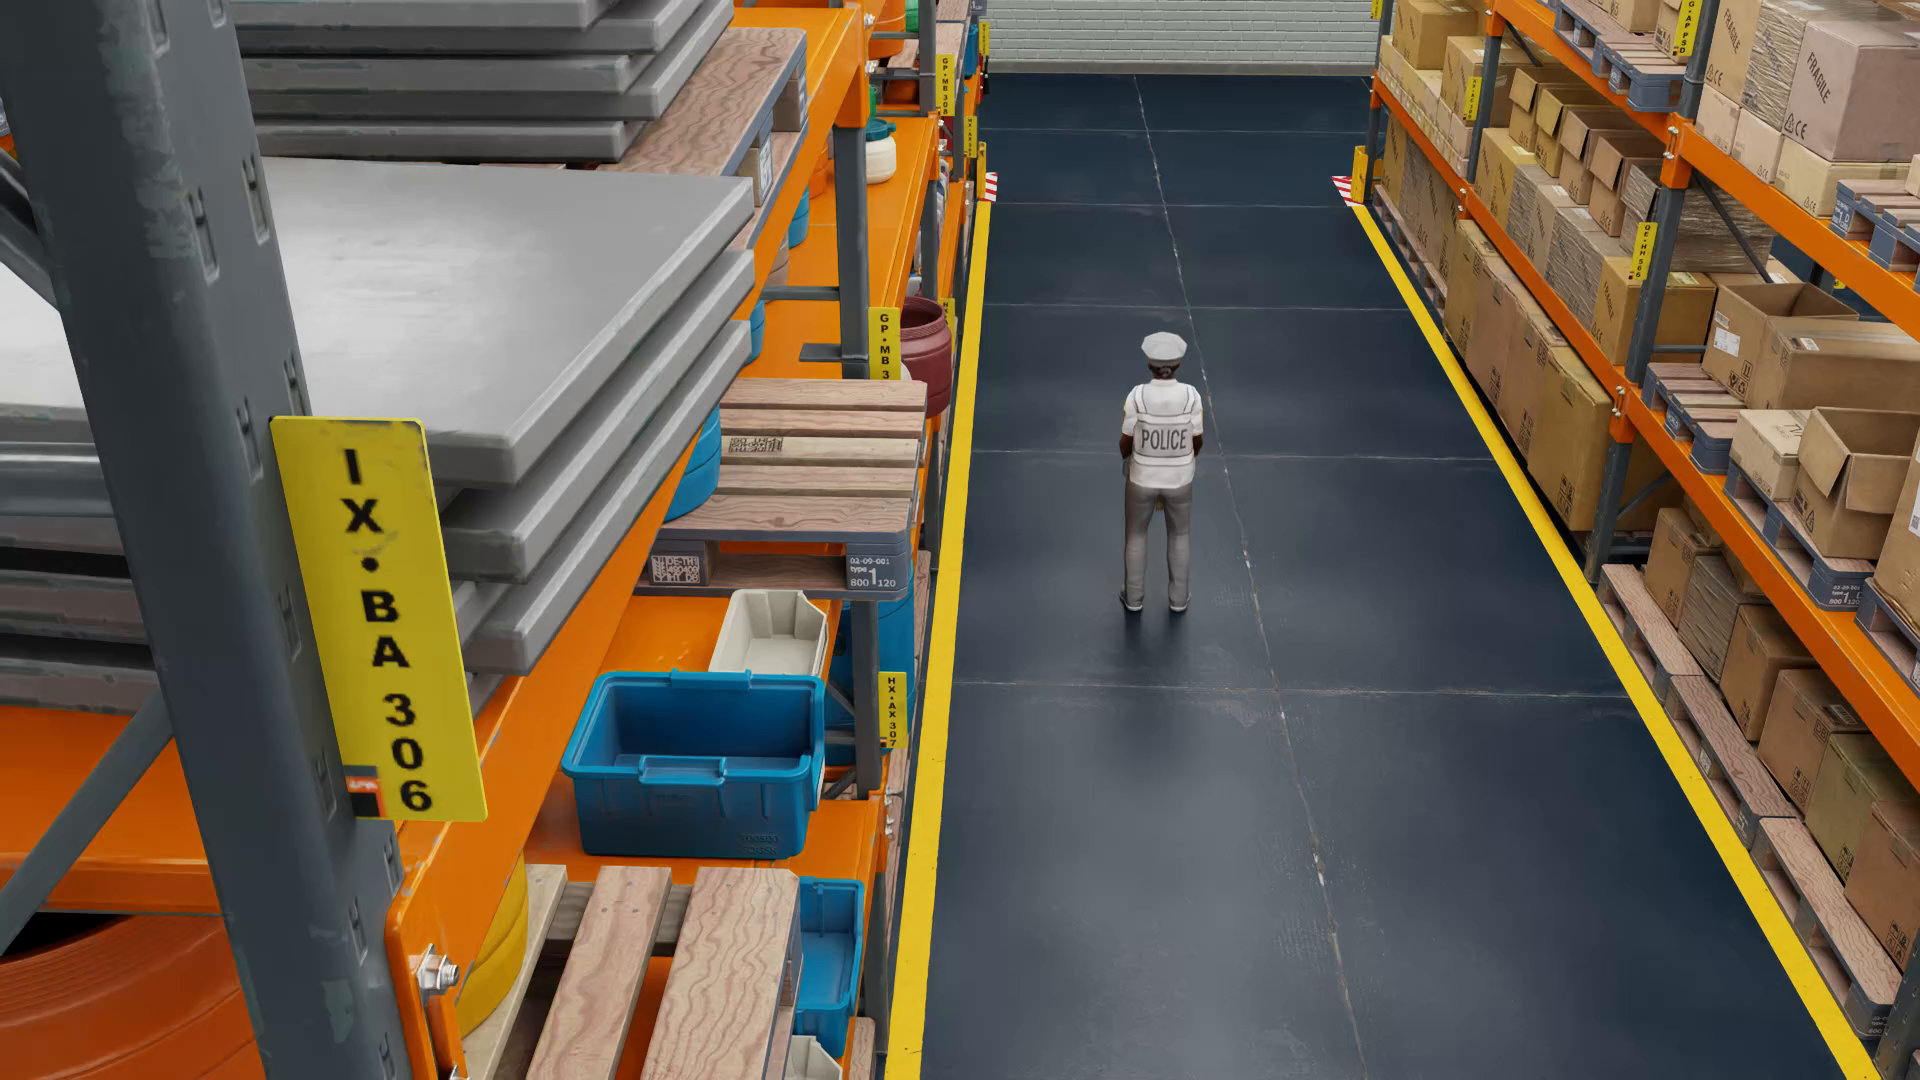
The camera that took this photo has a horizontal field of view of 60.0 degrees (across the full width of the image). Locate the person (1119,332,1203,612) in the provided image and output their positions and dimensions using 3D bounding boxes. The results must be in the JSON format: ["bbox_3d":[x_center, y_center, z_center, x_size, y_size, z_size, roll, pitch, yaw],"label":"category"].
[{"bbox_3d":[1.140,-0.362,9.501,0.486,1.678,0.389,0,28,1],"label":"person"}]
